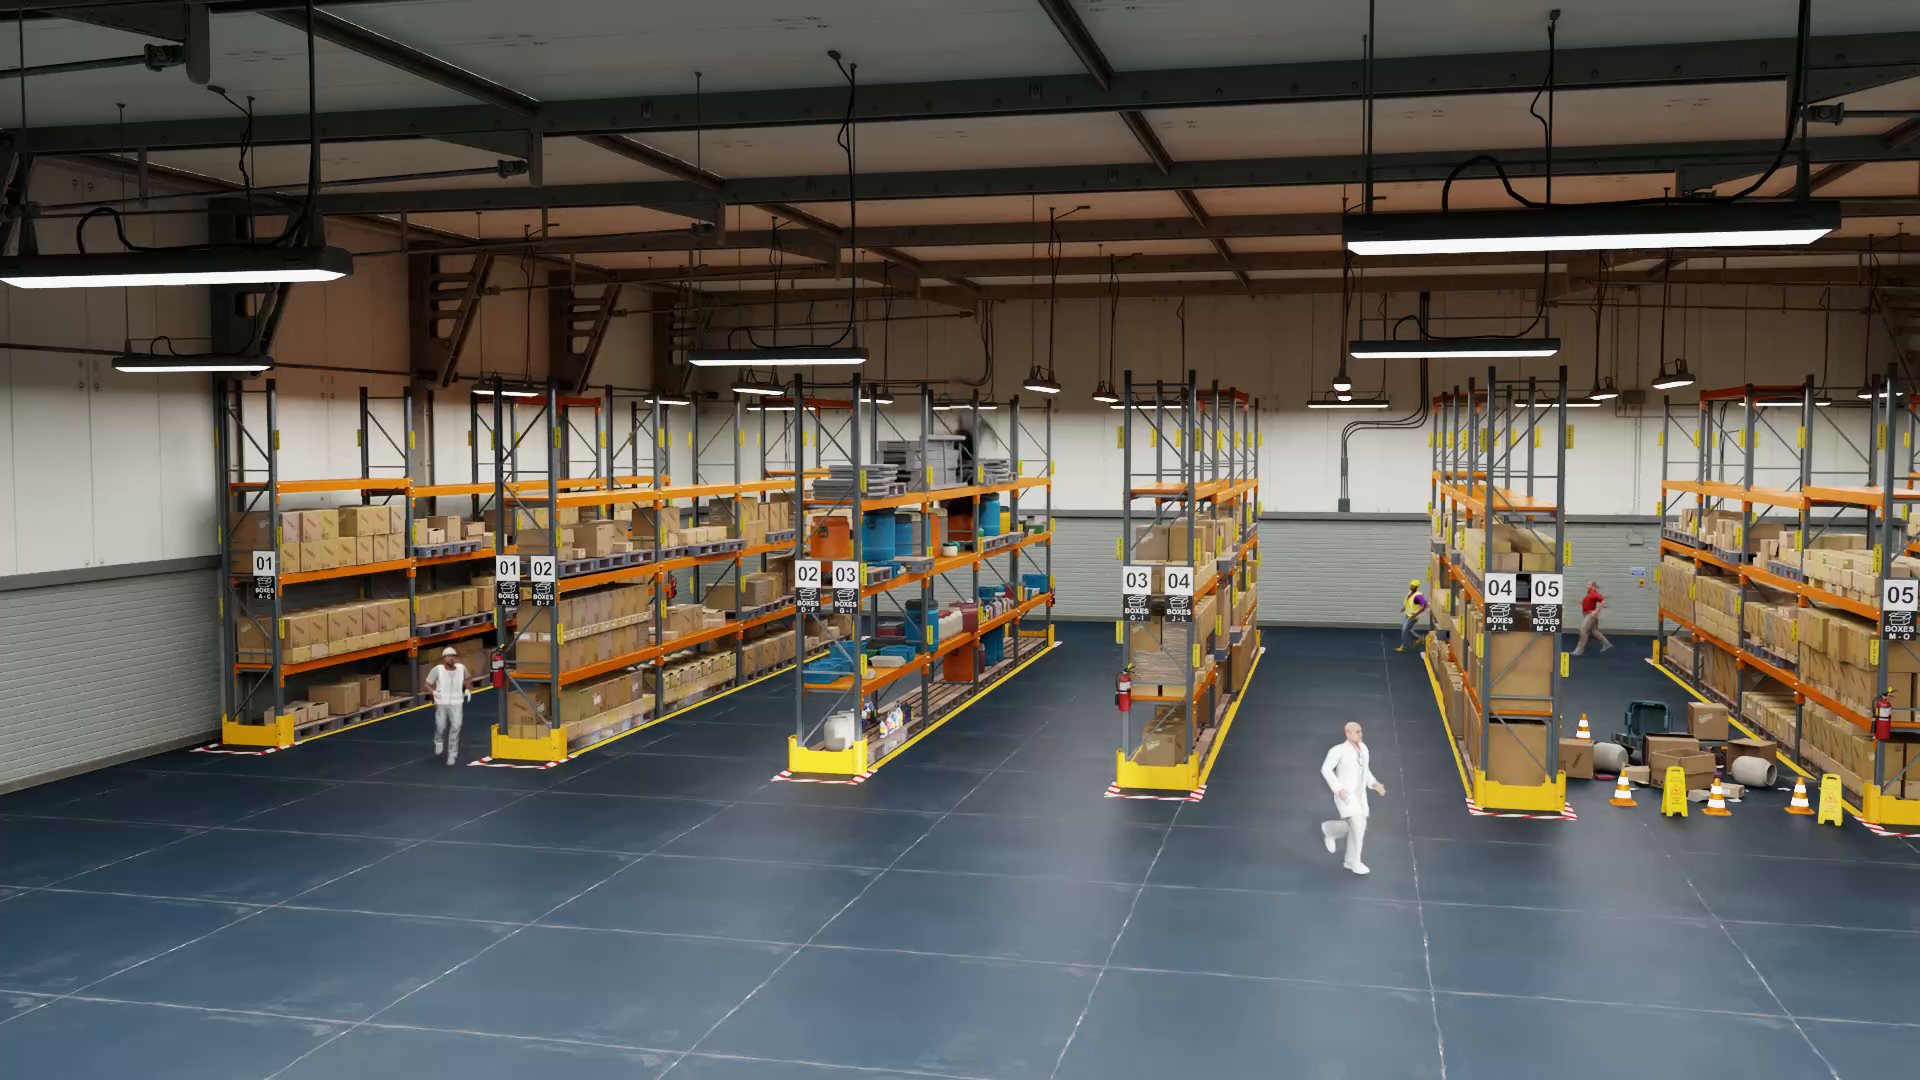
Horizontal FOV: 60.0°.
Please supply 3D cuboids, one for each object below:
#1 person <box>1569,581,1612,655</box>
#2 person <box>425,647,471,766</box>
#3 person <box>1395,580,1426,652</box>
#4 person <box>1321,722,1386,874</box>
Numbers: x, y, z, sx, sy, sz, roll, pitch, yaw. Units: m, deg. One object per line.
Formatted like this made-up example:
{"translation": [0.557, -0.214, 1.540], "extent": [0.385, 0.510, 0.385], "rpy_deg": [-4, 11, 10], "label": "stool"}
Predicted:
{"translation": [14.645, 1.805, 38.584], "extent": [0.968, 1.733, 0.657], "rpy_deg": [1, 4, 12], "label": "person"}
{"translation": [-7.932, 2.556, 25.825], "extent": [0.716, 1.781, 1.005], "rpy_deg": [-2, 4, -24], "label": "person"}
{"translation": [10.712, 1.790, 39.224], "extent": [0.732, 1.724, 0.752], "rpy_deg": [-1, 4, -14], "label": "person"}
{"translation": [4.488, 2.958, 19.444], "extent": [0.695, 1.607, 0.797], "rpy_deg": [-3, 4, -37], "label": "person"}
